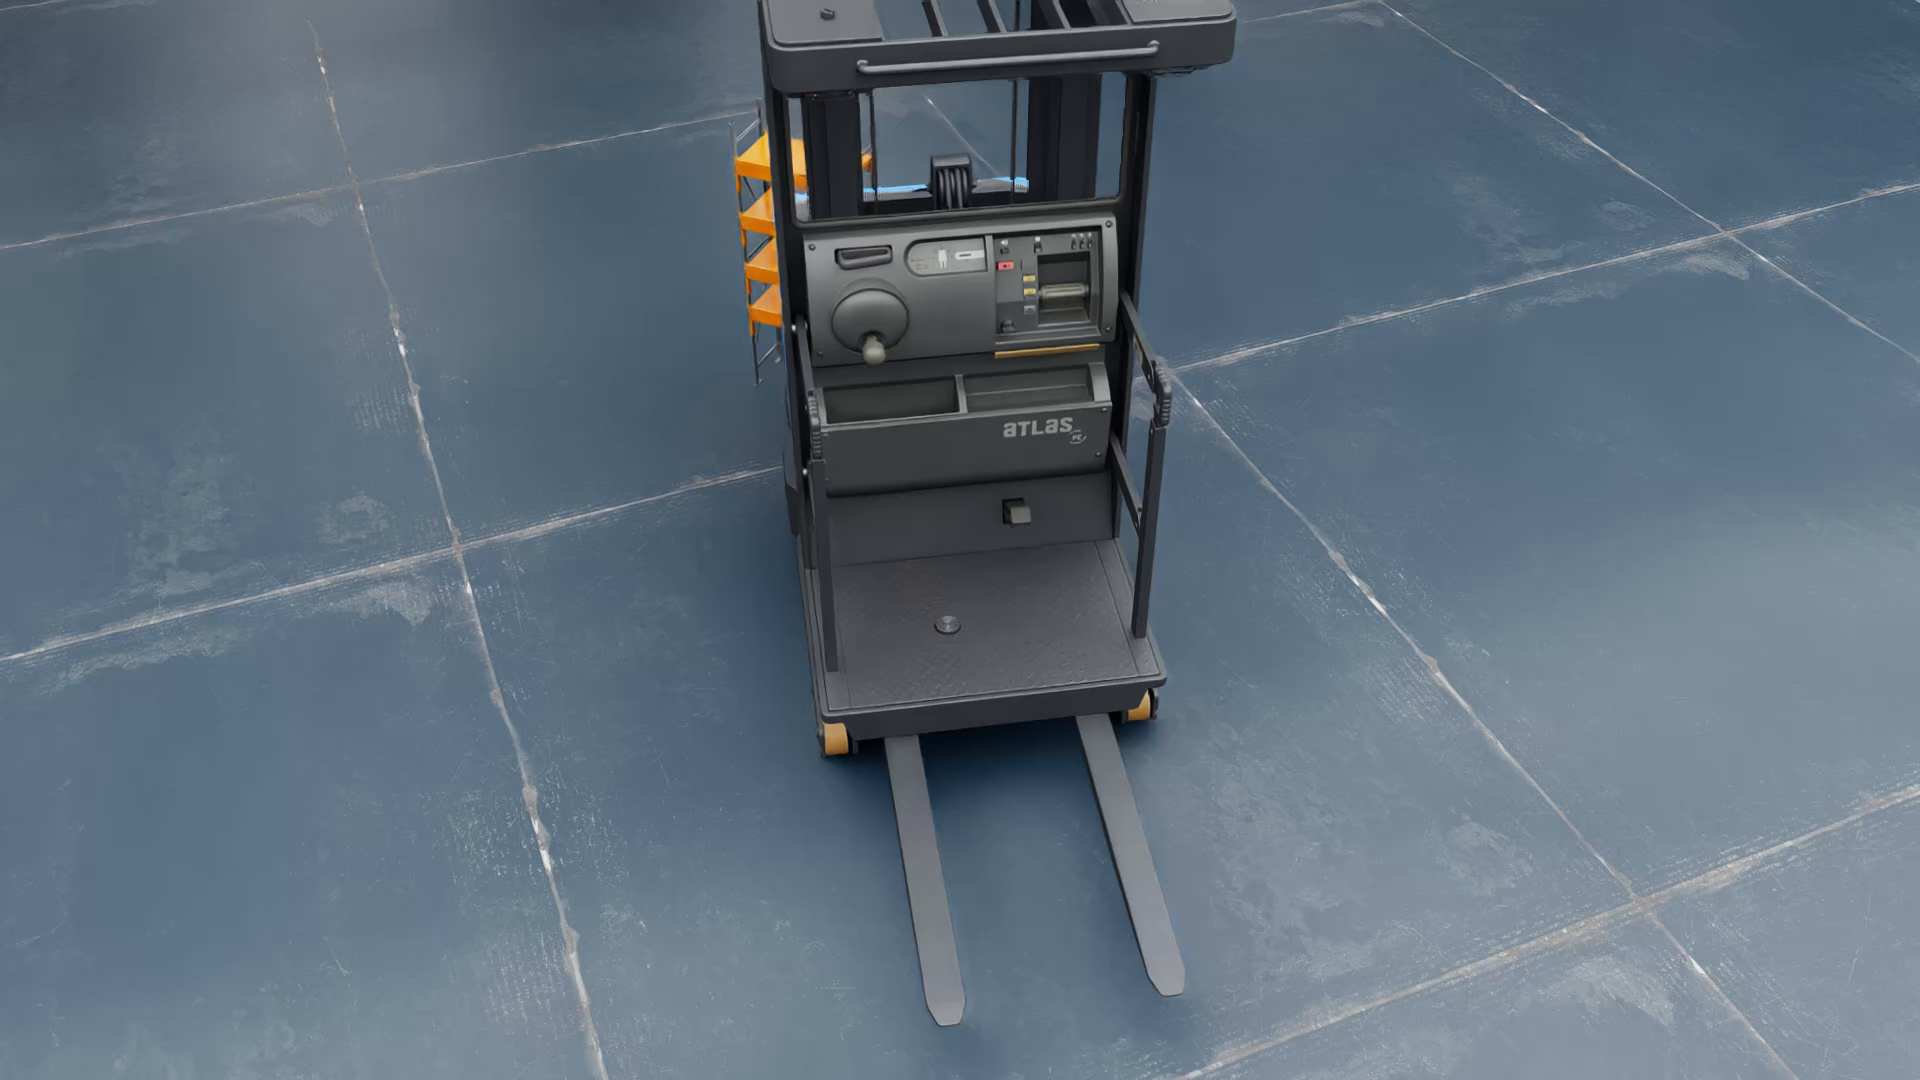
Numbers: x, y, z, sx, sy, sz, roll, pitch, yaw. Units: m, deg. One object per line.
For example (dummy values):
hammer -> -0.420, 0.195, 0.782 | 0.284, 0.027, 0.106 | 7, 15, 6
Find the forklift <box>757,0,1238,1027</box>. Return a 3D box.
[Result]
forklift -> 0.044, -0.661, 4.771 | 1.130, 2.935, 3.031 | -6, 41, -7

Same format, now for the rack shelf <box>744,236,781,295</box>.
rack shelf -> -0.589, -1.059, 6.664 | 0.480, 0.148, 0.258 | 15, 43, 17

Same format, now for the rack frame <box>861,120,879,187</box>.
rack frame -> -0.364, -1.048, 6.548 | 0.015, 1.200, 0.240 | 15, 43, 17

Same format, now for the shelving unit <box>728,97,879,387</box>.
shelving unit -> -0.589, -1.110, 6.620 | 0.503, 1.200, 0.258 | 15, 43, 17

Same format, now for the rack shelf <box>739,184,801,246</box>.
rack shelf -> -0.589, -1.228, 6.518 | 0.480, 0.148, 0.258 | 15, 43, 17

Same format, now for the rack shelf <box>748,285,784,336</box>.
rack shelf -> -0.589, -0.908, 6.794 | 0.480, 0.148, 0.258 | 15, 43, 17

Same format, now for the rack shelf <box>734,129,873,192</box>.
rack shelf -> -0.589, -1.408, 6.364 | 0.480, 0.148, 0.258 | 15, 43, 17

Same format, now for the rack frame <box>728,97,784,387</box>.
rack frame -> -0.814, -1.172, 6.692 | 0.015, 1.200, 0.240 | 15, 43, 17
